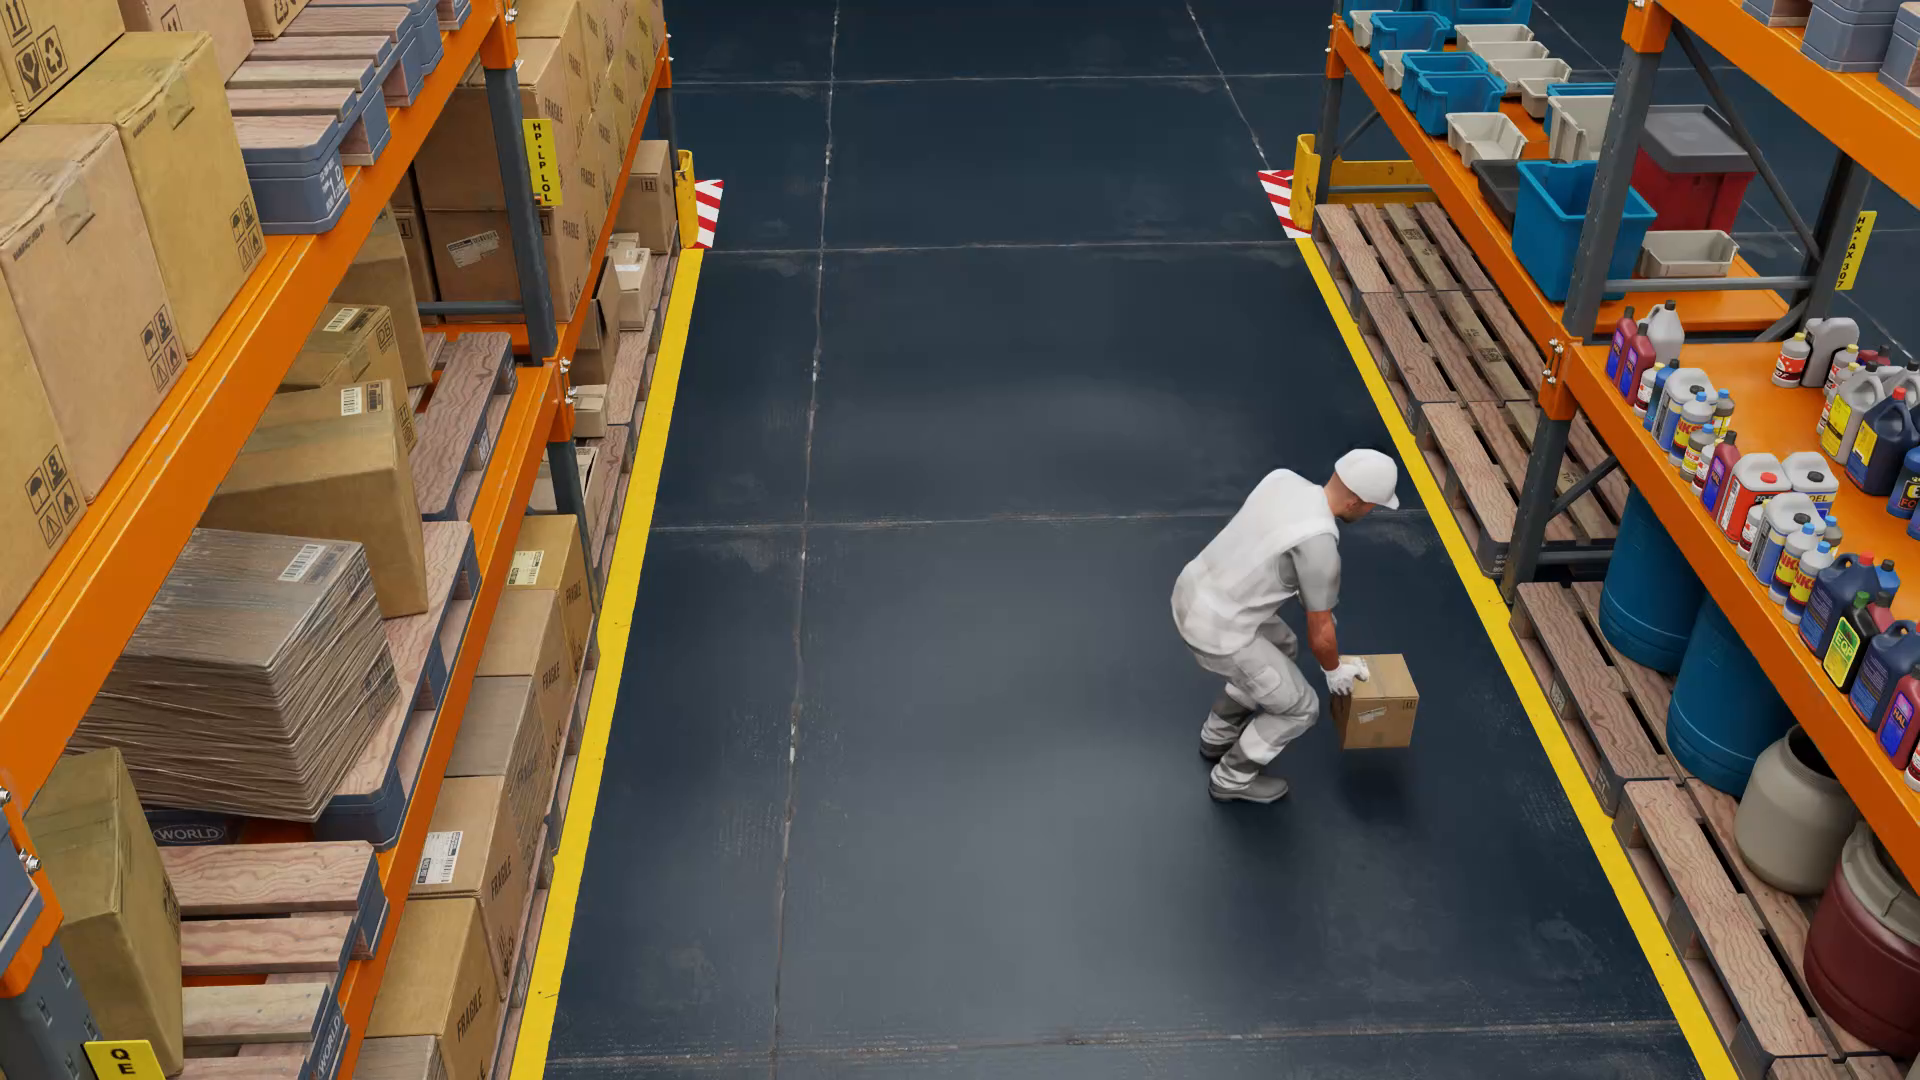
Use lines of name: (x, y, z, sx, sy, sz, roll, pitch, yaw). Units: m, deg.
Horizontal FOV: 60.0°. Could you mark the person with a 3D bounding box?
person: (1.144, 0.285, 6.044, 0.765, 1.414, 0.584, -1, 35, -2)
